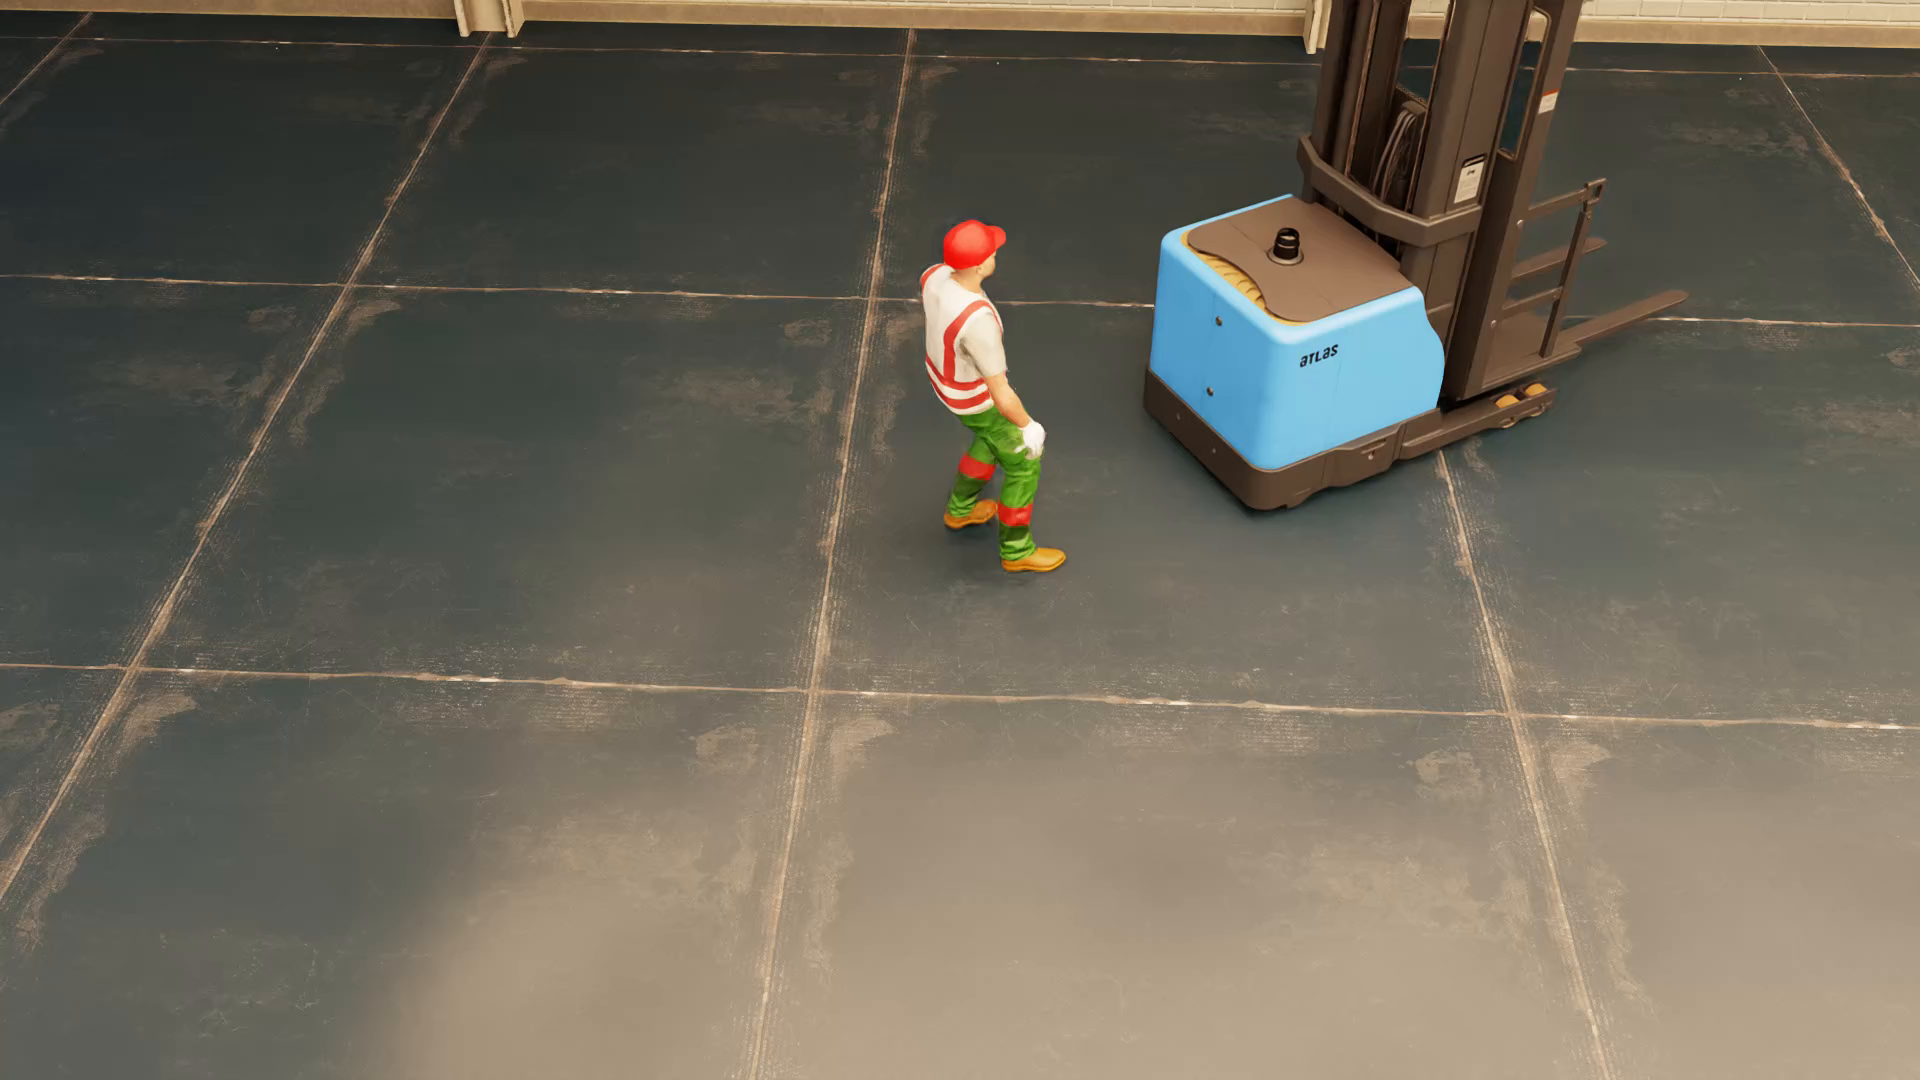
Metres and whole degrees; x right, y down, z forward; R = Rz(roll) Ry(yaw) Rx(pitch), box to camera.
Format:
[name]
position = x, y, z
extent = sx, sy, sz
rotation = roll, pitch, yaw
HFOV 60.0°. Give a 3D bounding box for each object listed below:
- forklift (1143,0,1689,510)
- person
[forklift]
position = 2.486, -1.951, 7.880
extent = 3.031, 2.935, 1.130
rotation = -21, 46, -21
[person]
position = 0.131, -0.667, 7.369
extent = 0.510, 1.731, 0.765
rotation = -16, 45, -17
